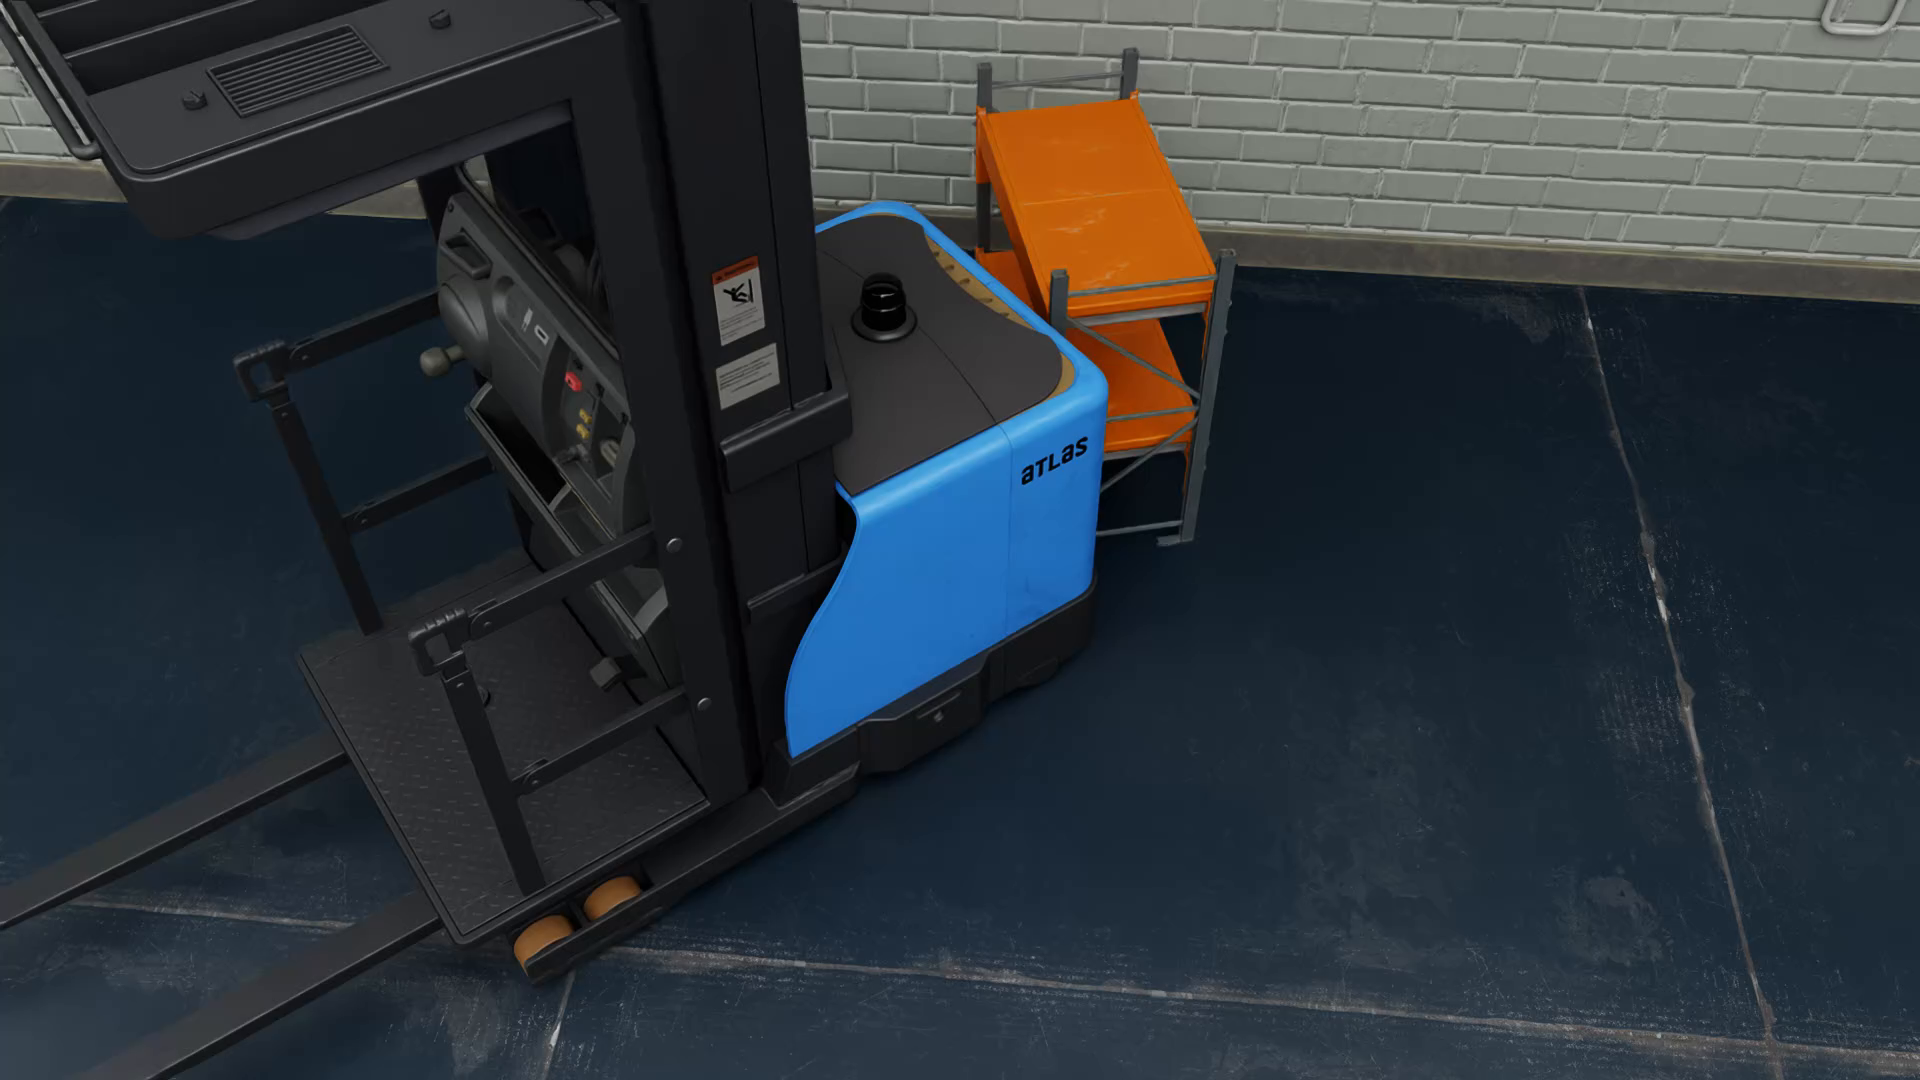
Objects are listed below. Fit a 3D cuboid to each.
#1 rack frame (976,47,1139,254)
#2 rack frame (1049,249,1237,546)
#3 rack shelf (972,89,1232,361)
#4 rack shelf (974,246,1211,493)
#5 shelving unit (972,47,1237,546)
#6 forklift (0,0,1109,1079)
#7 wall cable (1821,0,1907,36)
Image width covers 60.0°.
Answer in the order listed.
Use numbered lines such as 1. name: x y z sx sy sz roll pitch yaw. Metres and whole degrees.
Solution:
1. rack frame: 0.300 -1.091 5.485 0.500 1.125 0.032 -8 48 -7
2. rack frame: 0.487 -0.354 4.811 0.500 1.125 0.032 -8 48 -7
3. rack shelf: 0.394 -0.920 4.932 0.538 0.278 1.000 -8 48 -7
4. rack shelf: 0.394 -0.557 5.329 0.538 0.278 1.000 -8 48 -7
5. shelving unit: 0.394 -0.722 5.148 0.538 1.125 1.048 -8 48 -7
6. forklift: -1.102 -0.324 3.560 3.031 2.935 1.130 -28 53 -23
7. wall cable: 2.698 -2.249 4.564 0.585 1.953 0.123 4 48 4
